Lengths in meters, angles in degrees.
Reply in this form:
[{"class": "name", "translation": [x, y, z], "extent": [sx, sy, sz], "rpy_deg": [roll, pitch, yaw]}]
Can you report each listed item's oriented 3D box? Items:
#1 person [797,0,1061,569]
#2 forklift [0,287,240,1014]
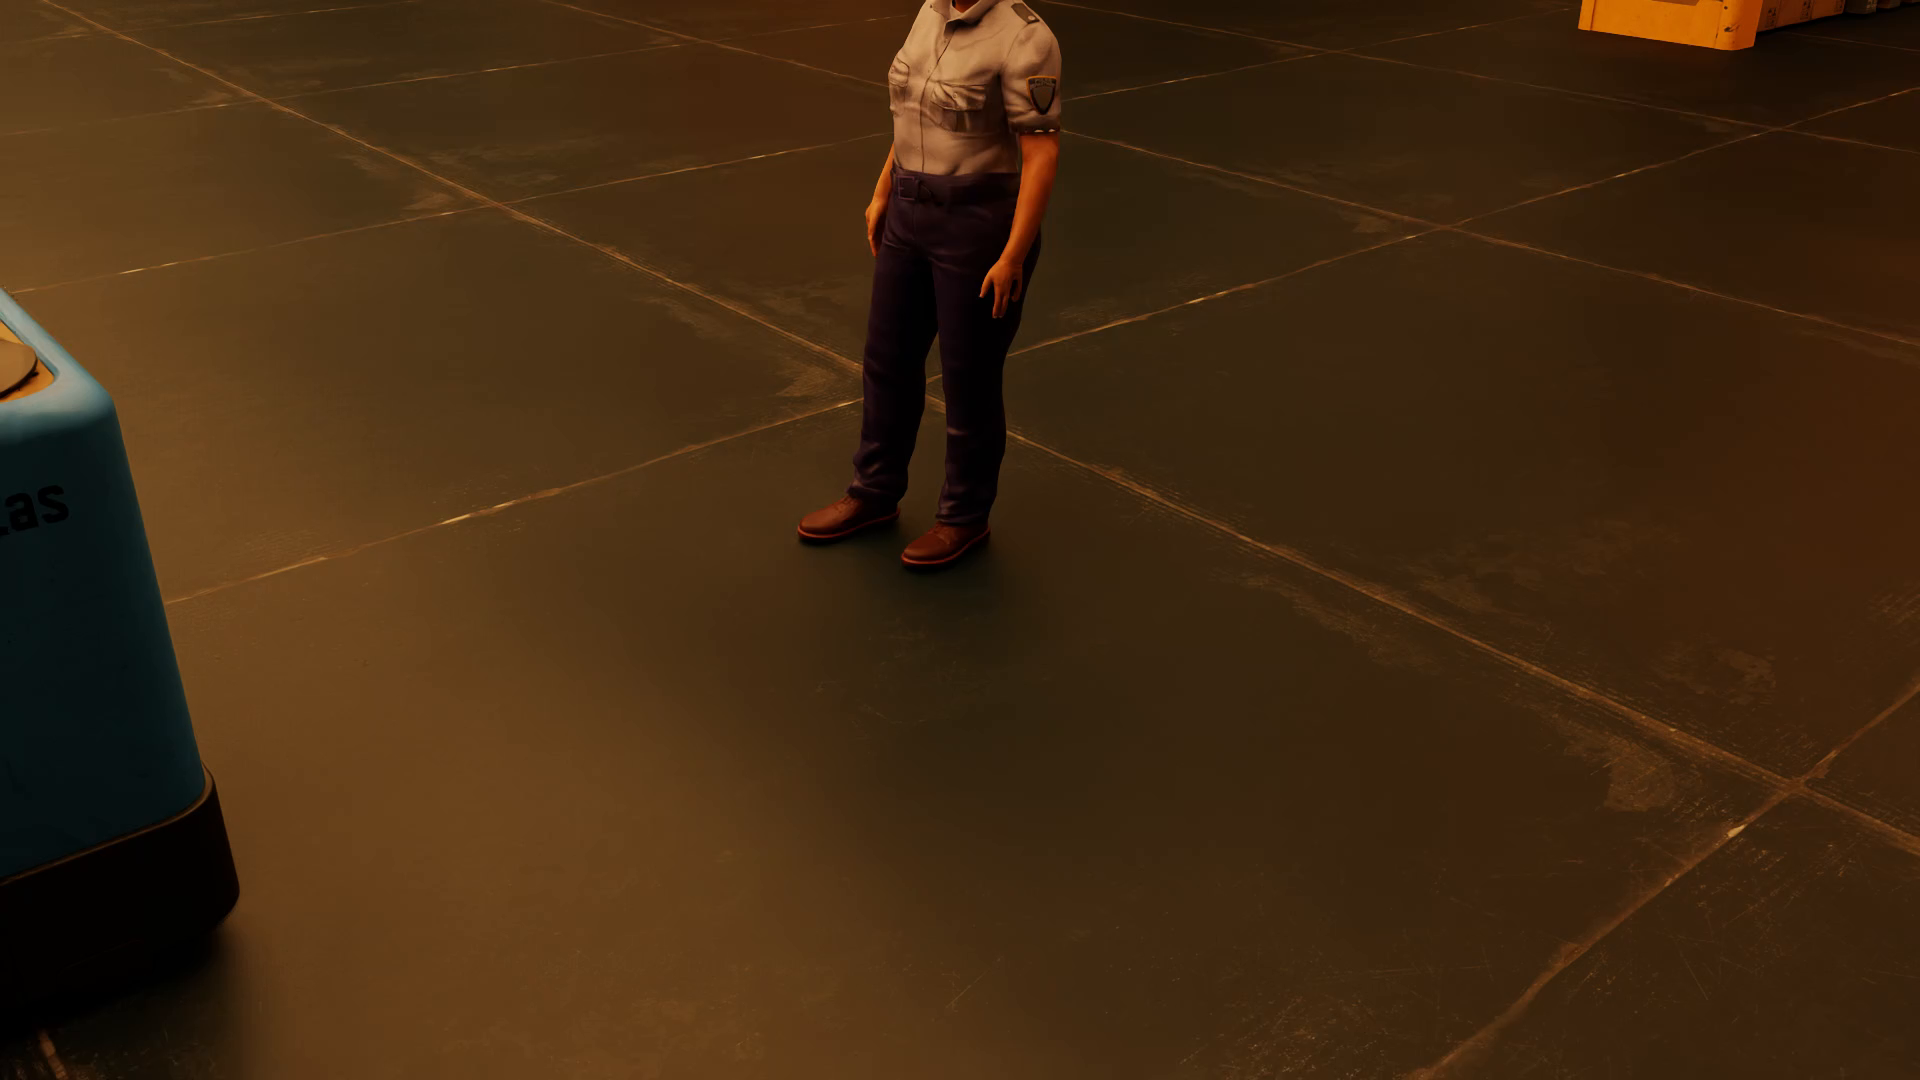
[{"class": "person", "translation": [-0.084, -0.727, 4.096], "extent": [0.502, 1.651, 0.598], "rpy_deg": [-20, 33, -35]}, {"class": "forklift", "translation": [-2.766, -0.330, 1.868], "extent": [3.031, 2.935, 1.130], "rpy_deg": [-20, 33, -35]}]
